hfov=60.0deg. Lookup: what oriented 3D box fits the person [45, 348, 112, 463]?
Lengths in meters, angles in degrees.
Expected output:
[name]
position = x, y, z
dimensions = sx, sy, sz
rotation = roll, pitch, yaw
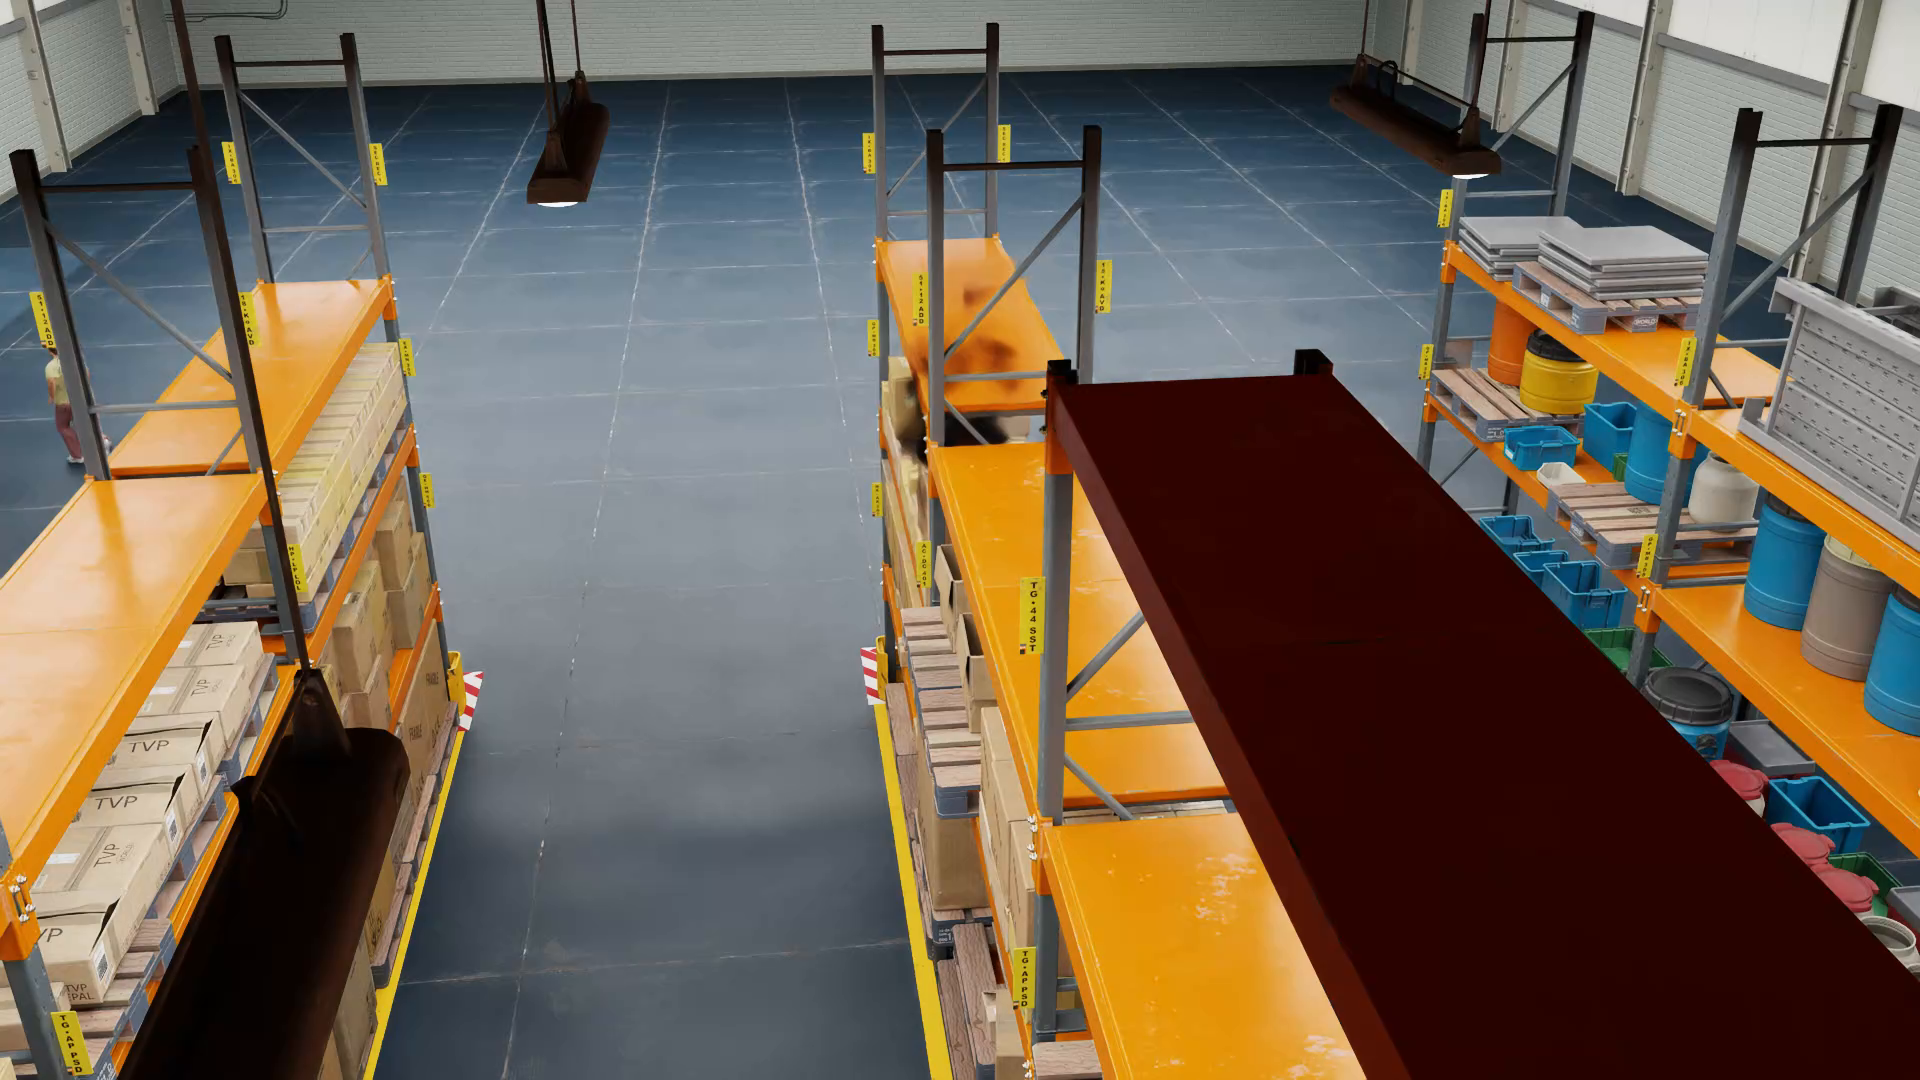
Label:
[person]
position = -10.696, -1.651, 20.079
dimensions = 0.801, 1.637, 0.569
rotation = 14, 29, 27
